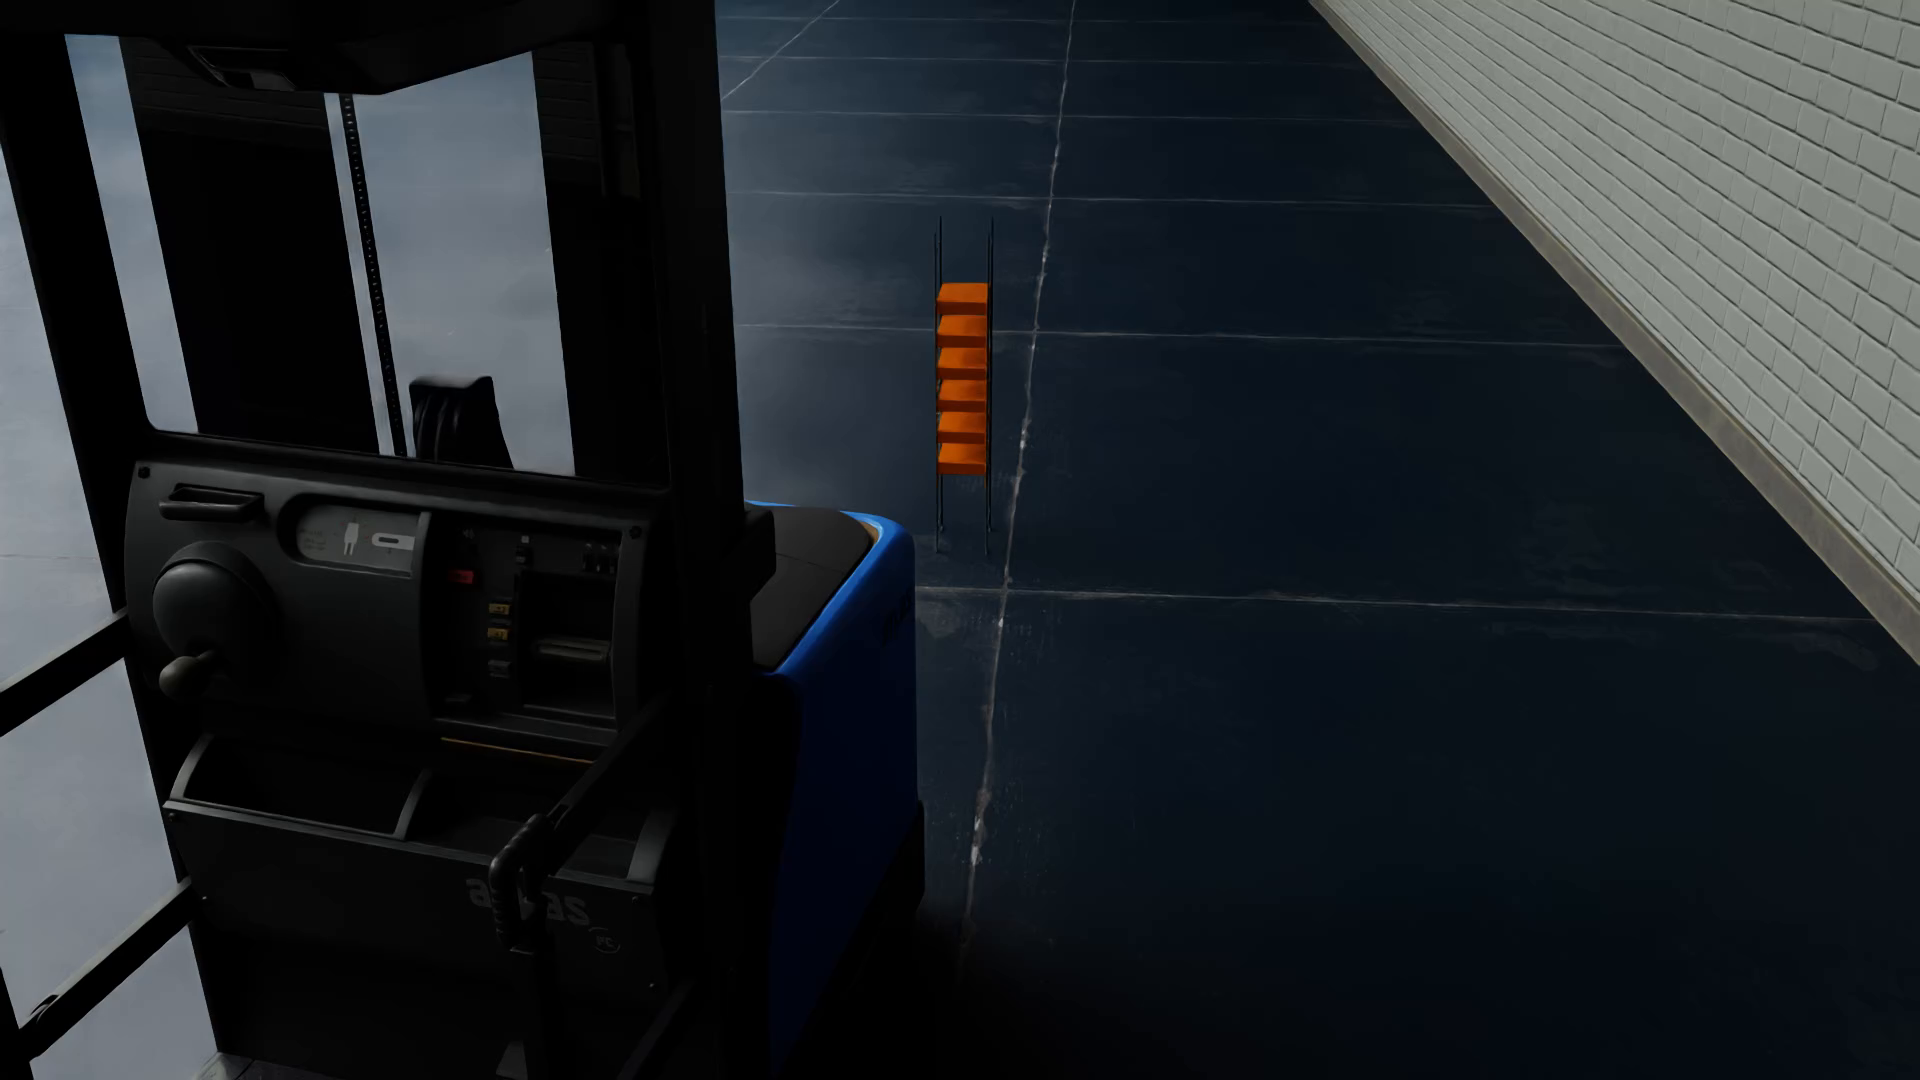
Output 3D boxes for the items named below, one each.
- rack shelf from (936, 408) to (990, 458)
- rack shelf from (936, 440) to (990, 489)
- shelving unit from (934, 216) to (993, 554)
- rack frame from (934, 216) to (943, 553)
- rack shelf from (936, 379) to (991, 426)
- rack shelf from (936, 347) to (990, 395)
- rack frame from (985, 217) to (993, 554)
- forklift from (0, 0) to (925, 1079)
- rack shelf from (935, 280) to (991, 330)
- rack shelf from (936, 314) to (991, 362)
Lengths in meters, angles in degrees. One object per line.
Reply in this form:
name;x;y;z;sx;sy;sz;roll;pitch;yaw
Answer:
rack shelf;0.014;-0.395;6.067;0.180;0.103;0.258;2;25;4
rack shelf;0.014;-0.286;6.117;0.180;0.103;0.258;2;25;4
shelving unit;0.014;-0.545;5.998;0.189;1.200;0.258;2;25;4
rack frame;-0.077;-0.548;6.005;0.006;1.200;0.240;2;25;4
rack shelf;0.014;-0.504;6.017;0.180;0.103;0.258;2;25;4
rack shelf;0.014;-0.613;5.967;0.180;0.103;0.258;2;25;4
rack frame;0.106;-0.542;5.992;0.006;1.200;0.240;2;25;4
forklift;-0.977;0.130;2.461;1.130;2.935;3.031;7;26;14
rack shelf;0.014;-0.831;5.866;0.180;0.103;0.258;2;25;4
rack shelf;0.014;-0.722;5.916;0.180;0.103;0.258;2;25;4
